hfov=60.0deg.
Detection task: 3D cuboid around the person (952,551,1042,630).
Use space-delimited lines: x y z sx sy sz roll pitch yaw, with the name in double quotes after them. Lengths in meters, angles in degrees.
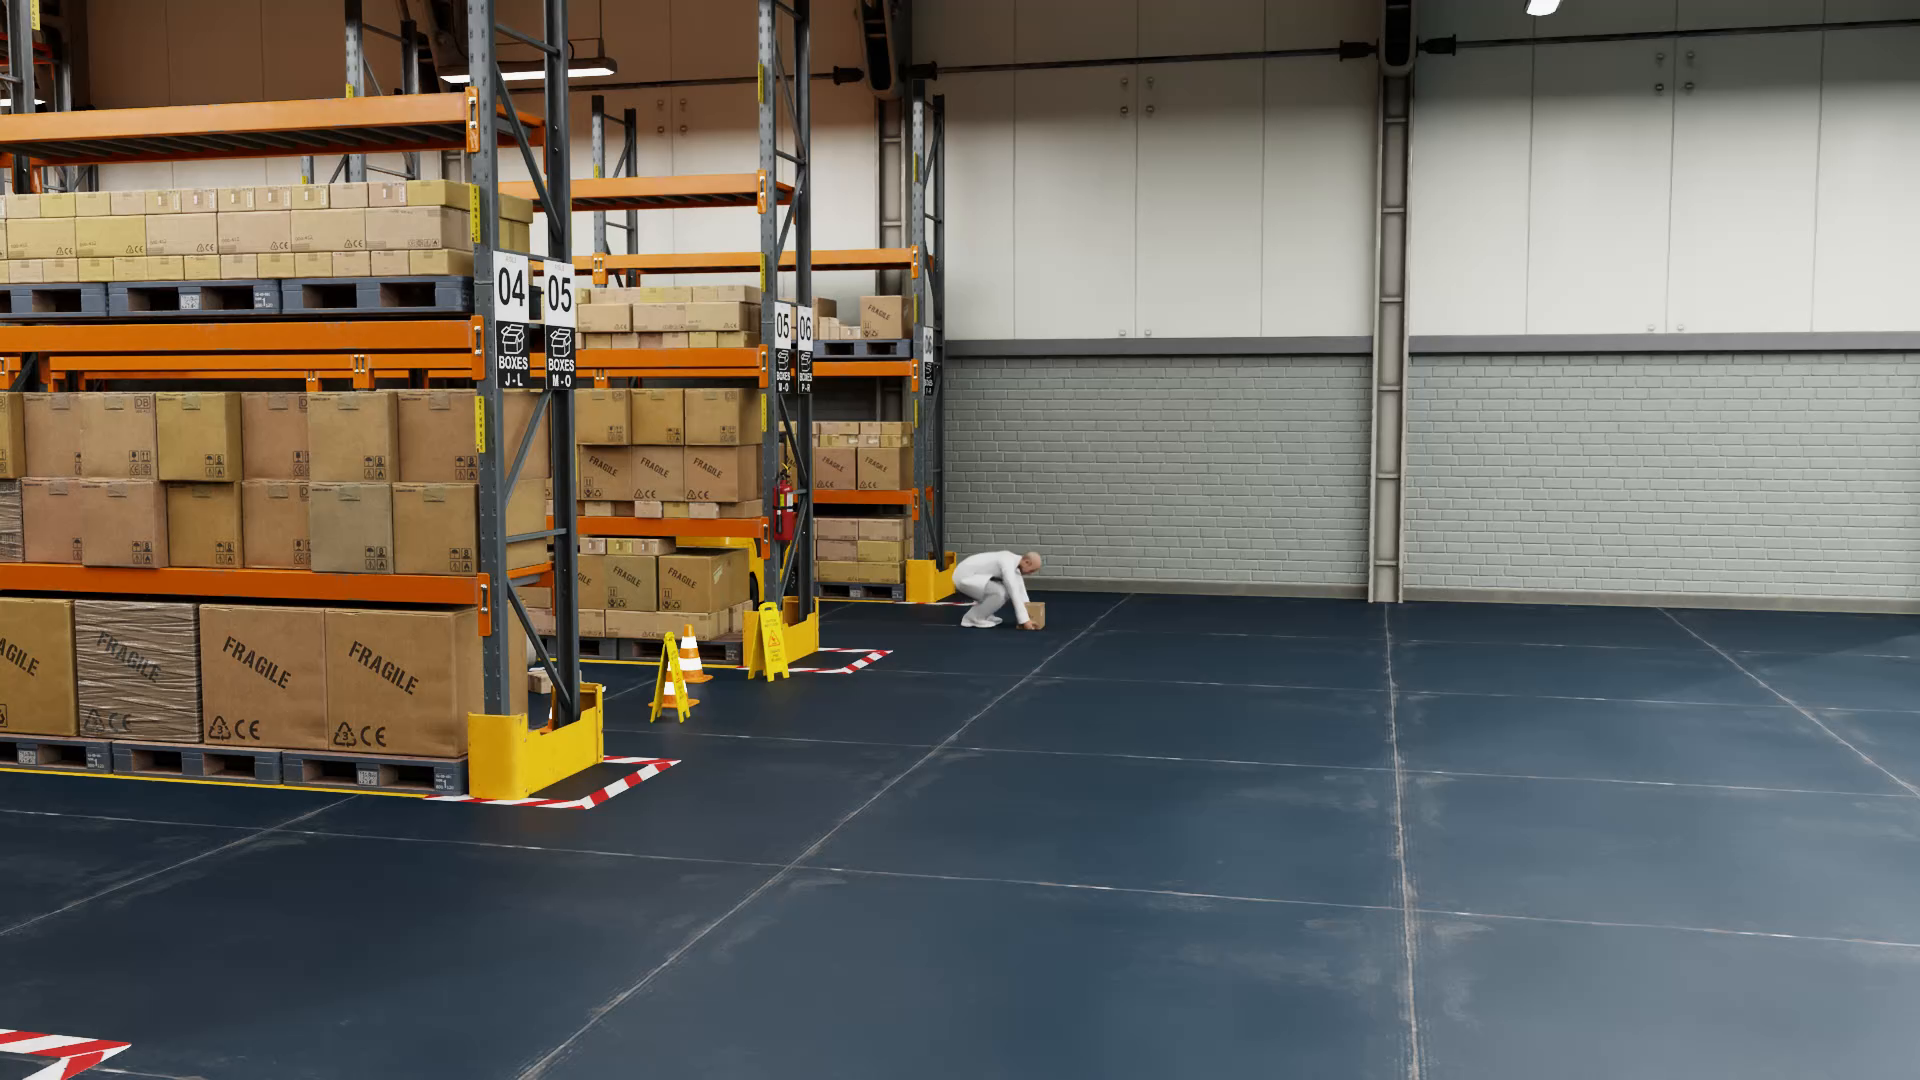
0.386 0.520 17.306 0.947 0.806 0.576 1 5 12 "person"
